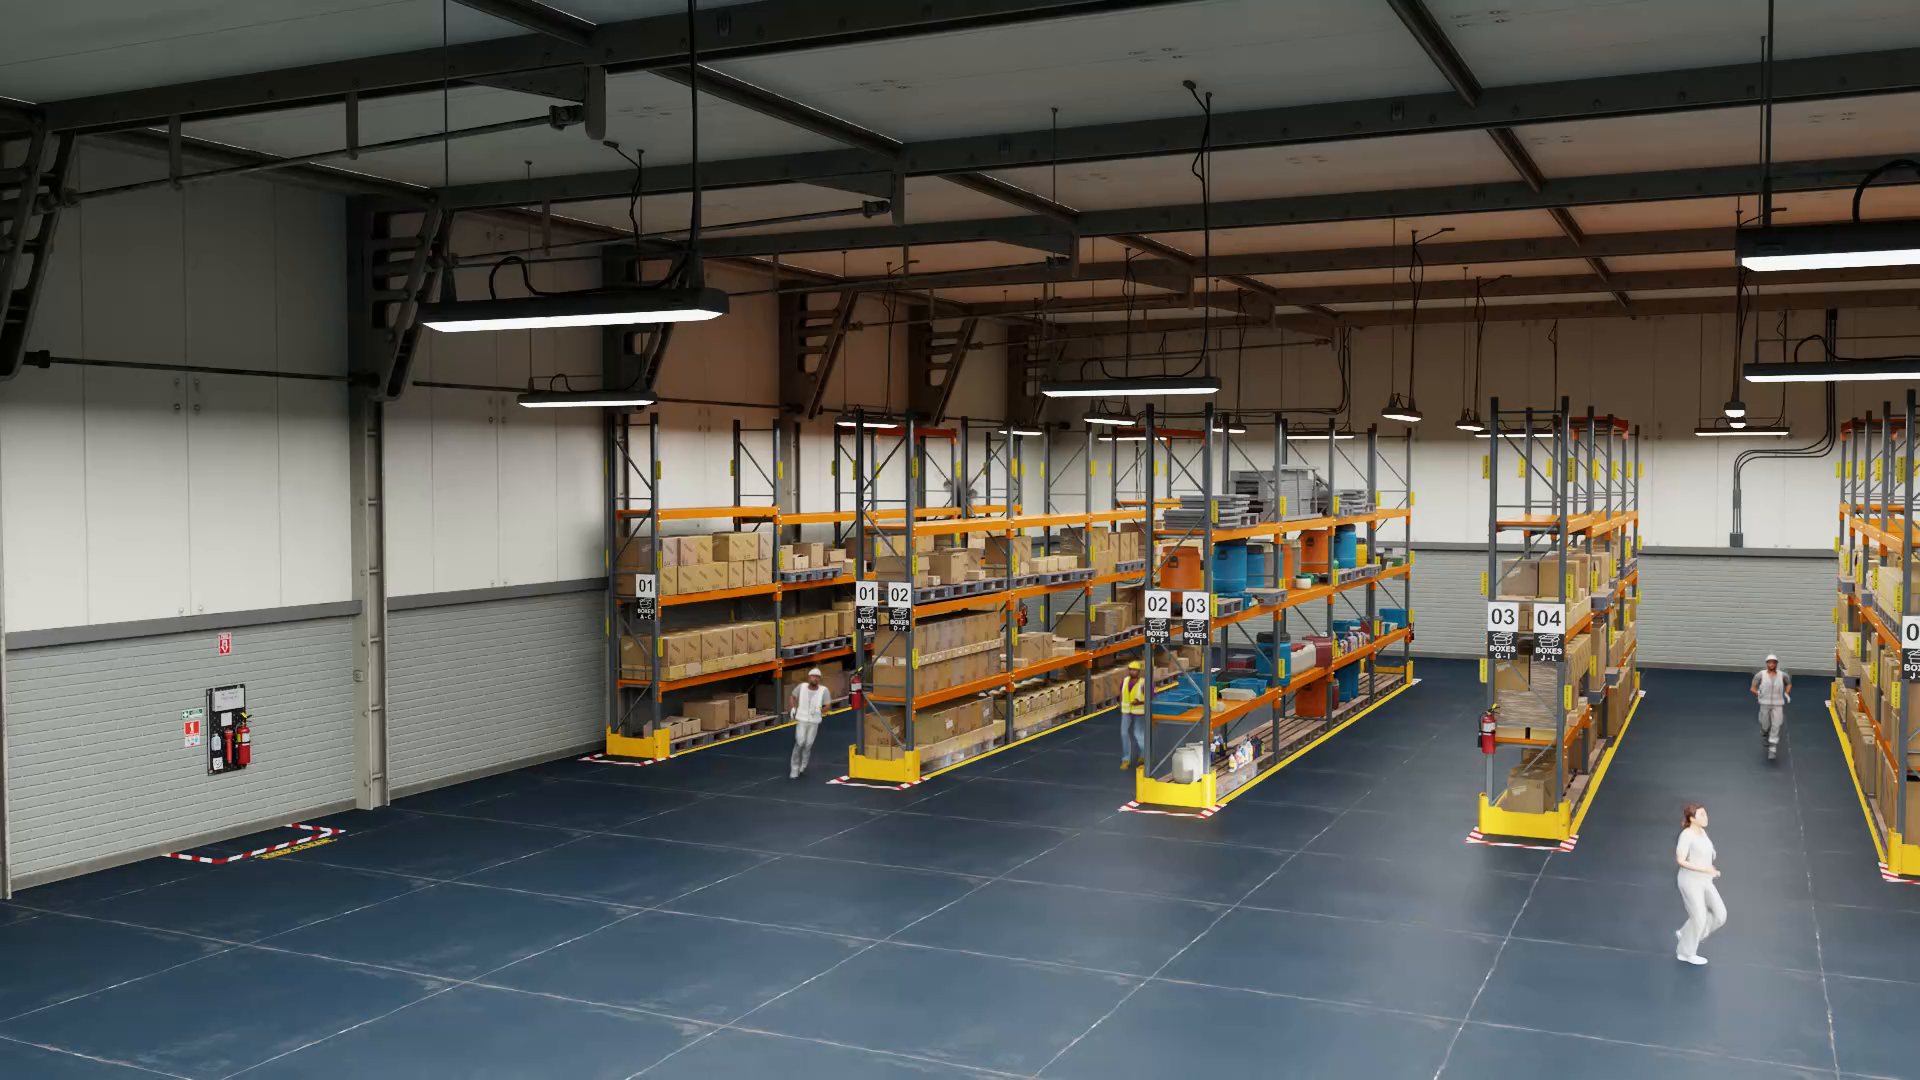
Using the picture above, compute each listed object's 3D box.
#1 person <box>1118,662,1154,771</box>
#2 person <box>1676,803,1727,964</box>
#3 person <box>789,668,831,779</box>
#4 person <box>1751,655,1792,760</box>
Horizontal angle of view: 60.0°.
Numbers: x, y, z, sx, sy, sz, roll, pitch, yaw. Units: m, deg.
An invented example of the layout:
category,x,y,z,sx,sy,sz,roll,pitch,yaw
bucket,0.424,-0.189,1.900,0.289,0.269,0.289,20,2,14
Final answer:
category,x,y,z,sx,sy,sz,roll,pitch,yaw
person,2.932,2.946,27.925,0.698,1.818,0.740,1,3,28
person,7.498,3.476,16.786,0.575,1.630,0.511,-2,3,-37
person,-2.452,2.996,27.150,0.692,1.796,0.684,0,2,-9
person,14.141,2.887,28.980,0.656,1.778,0.940,1,3,22
